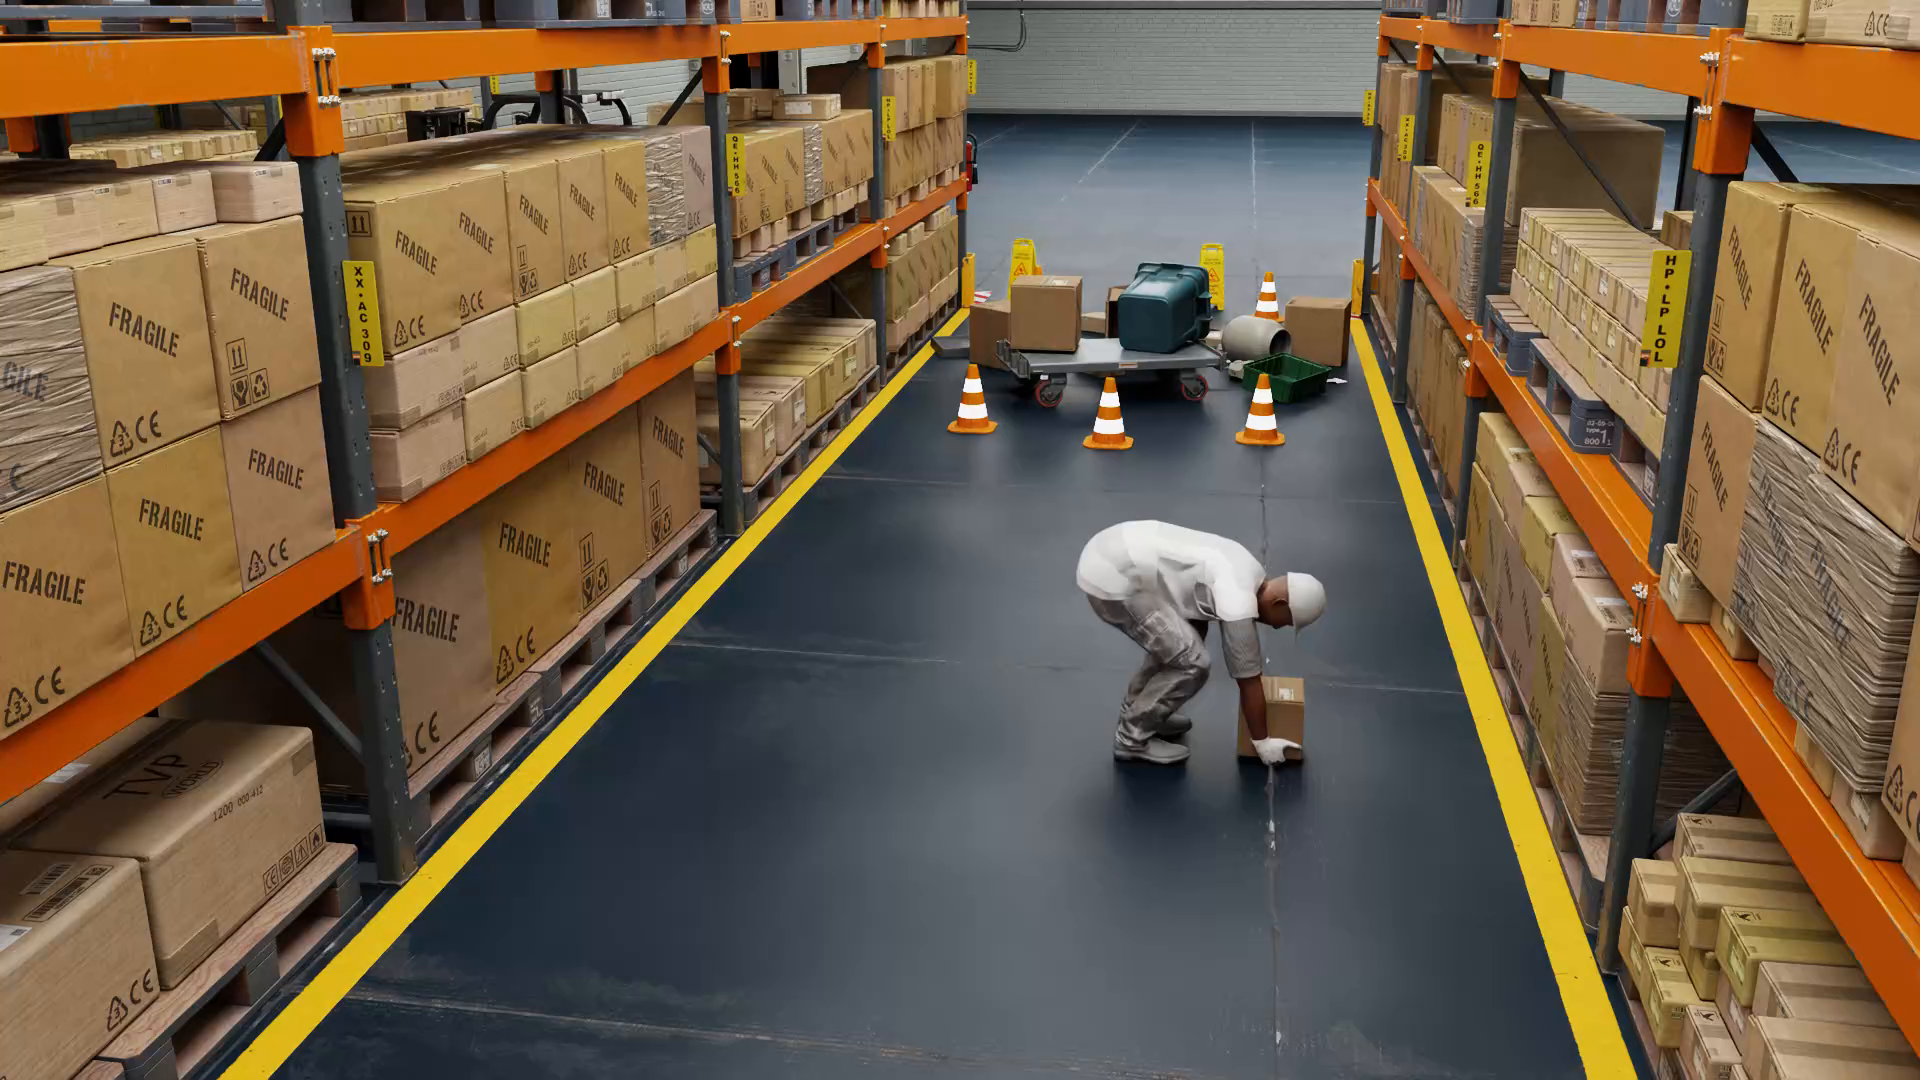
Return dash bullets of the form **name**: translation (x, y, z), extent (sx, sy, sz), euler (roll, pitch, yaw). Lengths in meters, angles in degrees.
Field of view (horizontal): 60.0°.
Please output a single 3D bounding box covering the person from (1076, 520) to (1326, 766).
- **person**: translation (0.952, 0.394, 6.656), extent (0.982, 0.945, 0.524), euler (2, 18, 6)
